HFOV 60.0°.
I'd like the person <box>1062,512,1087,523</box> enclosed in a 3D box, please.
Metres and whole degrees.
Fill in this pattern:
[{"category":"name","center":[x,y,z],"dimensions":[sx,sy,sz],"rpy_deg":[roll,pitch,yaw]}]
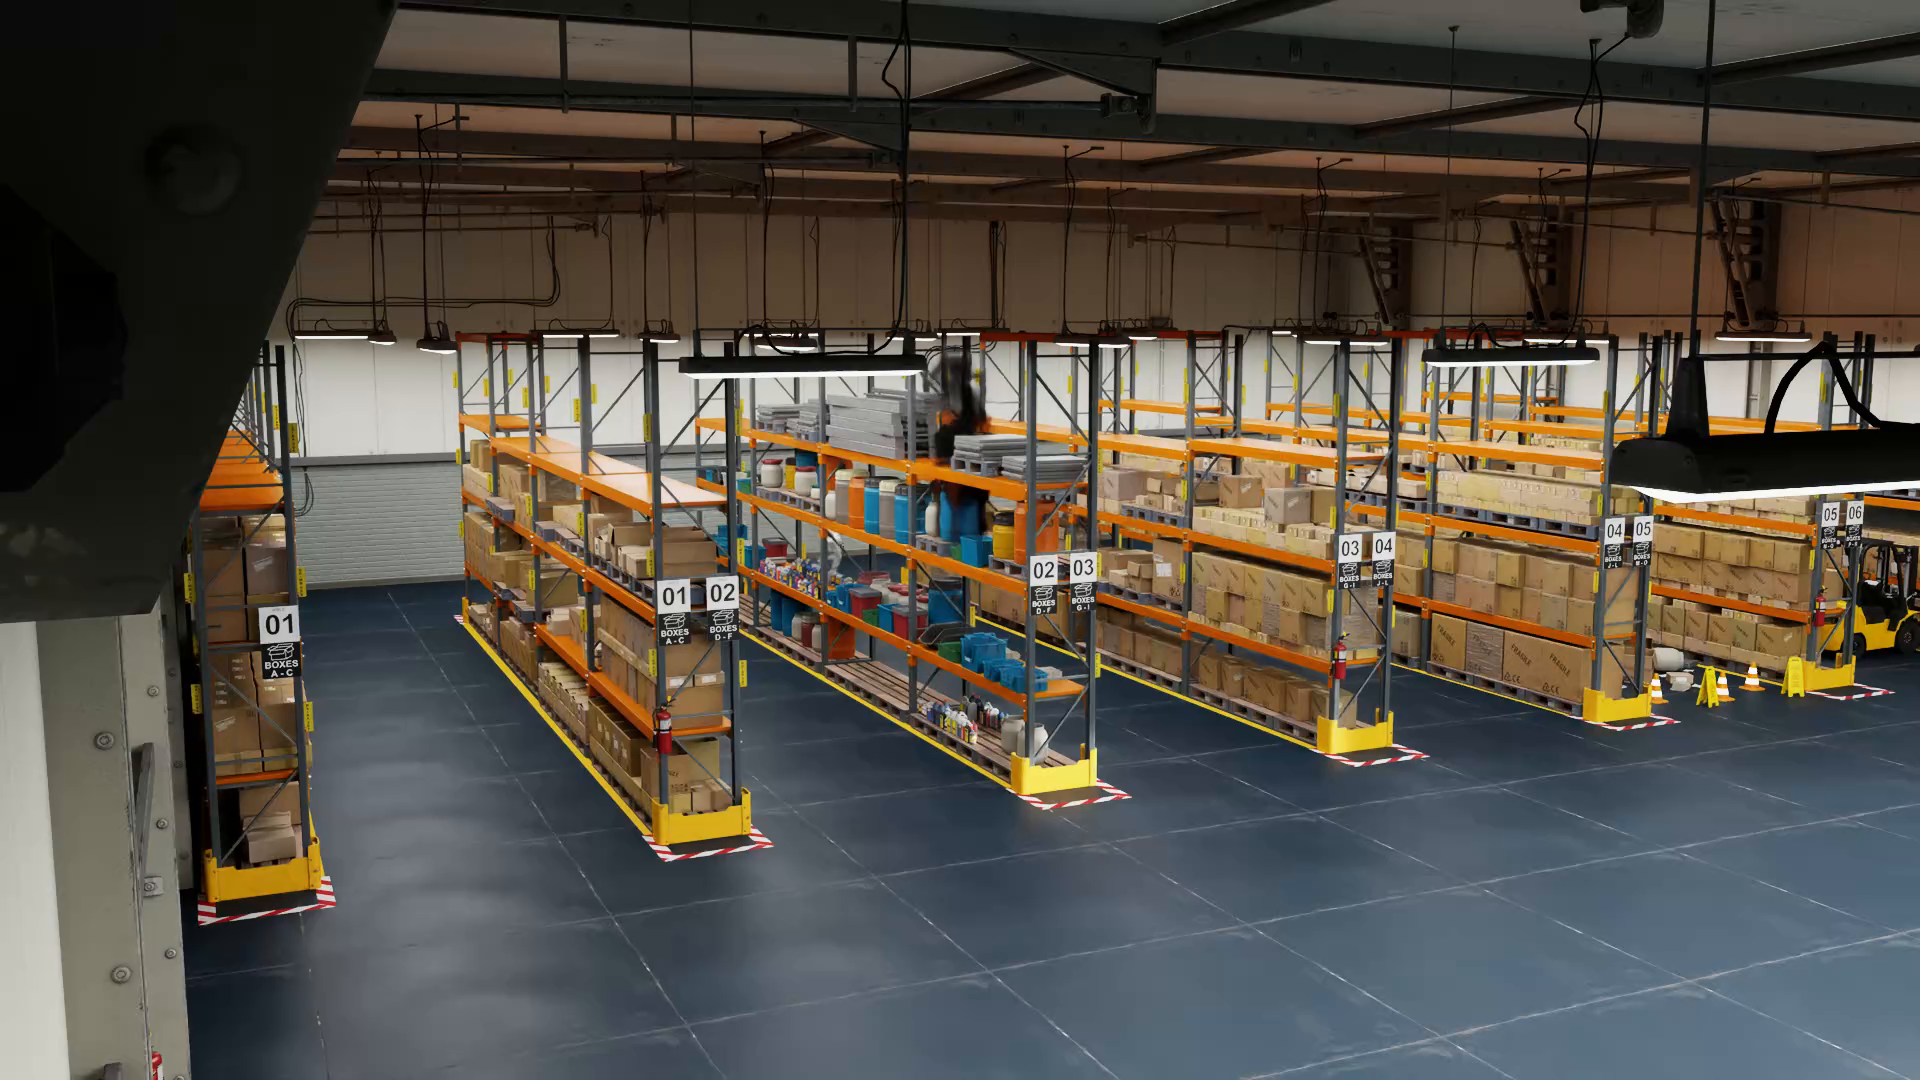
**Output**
[{"category":"person","center":[2.826,-0.124,41.573],"dimensions":[0.710,1.736,0.678],"rpy_deg":[3,8,21]}]

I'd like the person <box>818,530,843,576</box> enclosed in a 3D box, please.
[{"category":"person","center":[-3.152,0.033,40.419],"dimensions":[0.616,1.740,0.683],"rpy_deg":[0,8,-1]}]
